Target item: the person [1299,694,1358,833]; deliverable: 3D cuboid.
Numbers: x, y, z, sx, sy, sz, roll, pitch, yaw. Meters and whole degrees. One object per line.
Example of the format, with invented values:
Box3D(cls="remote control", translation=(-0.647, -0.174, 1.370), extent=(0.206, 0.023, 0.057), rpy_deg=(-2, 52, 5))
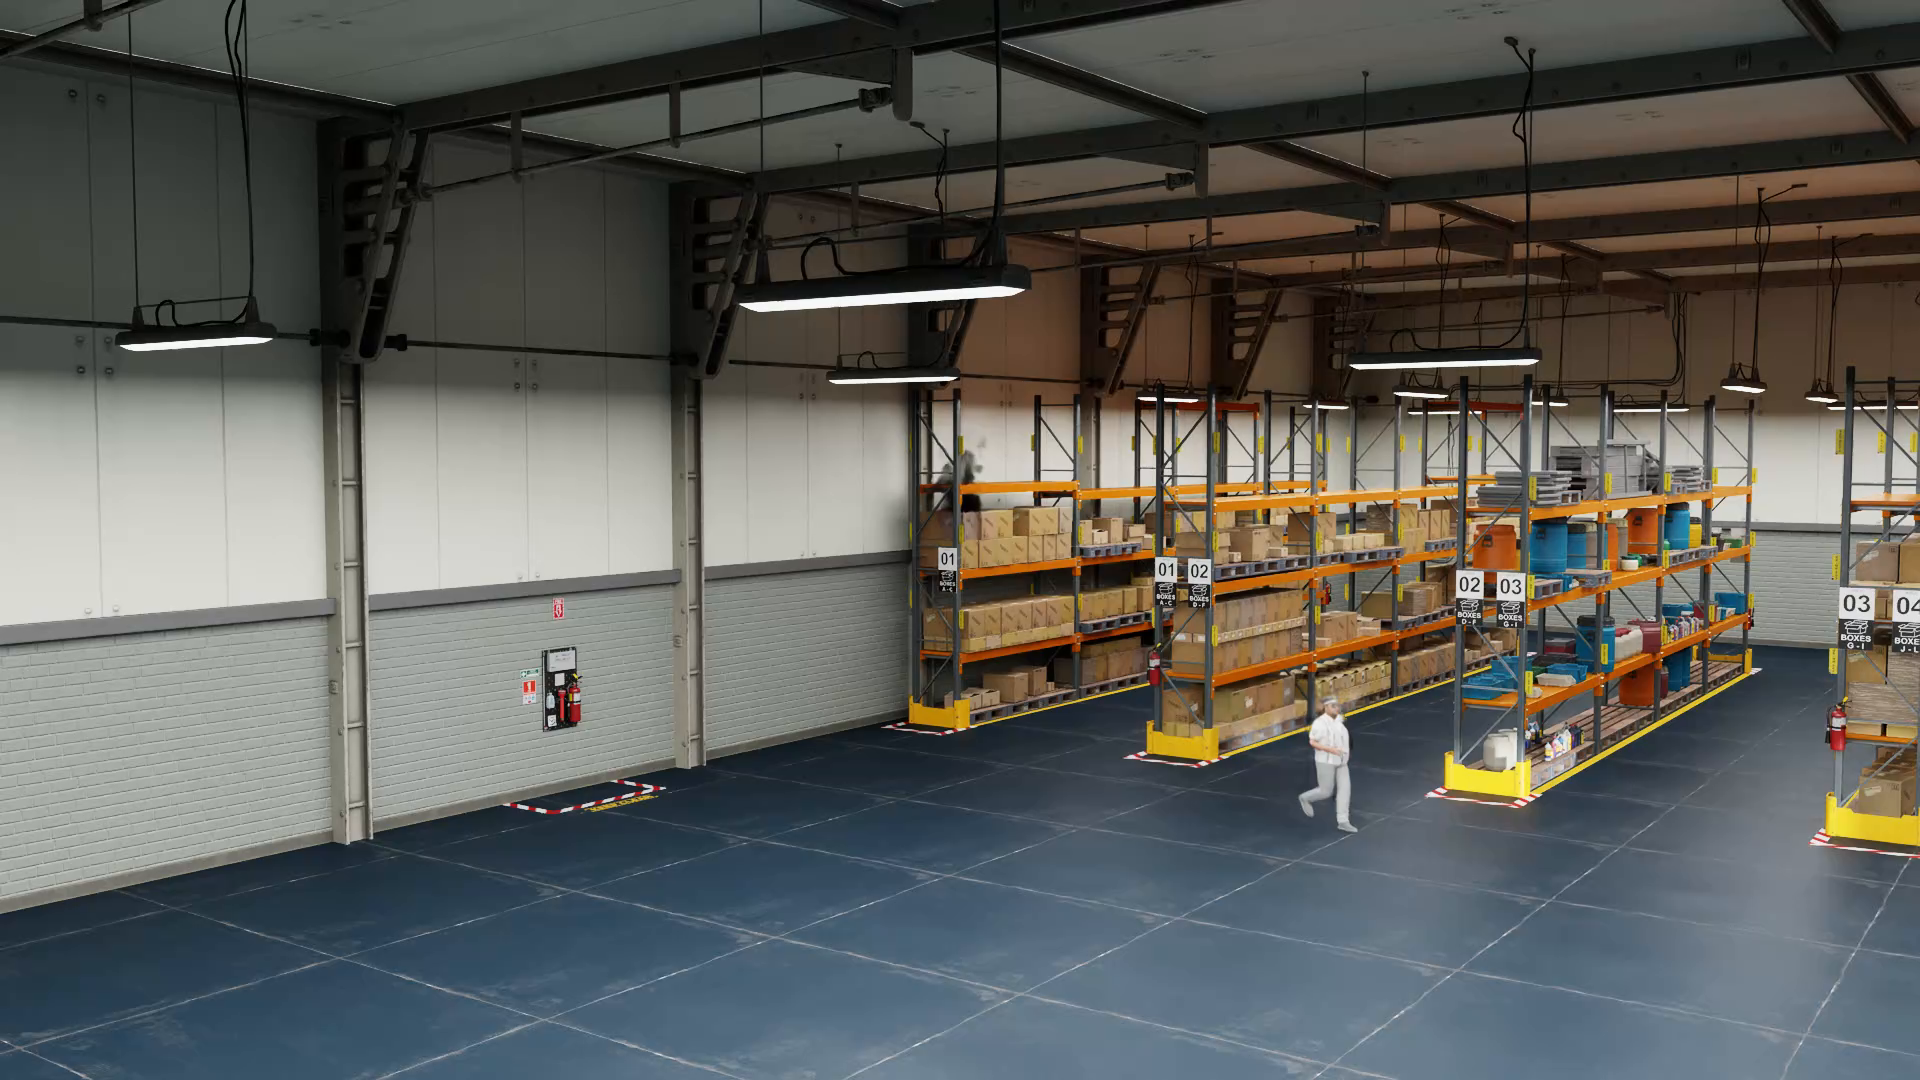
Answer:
Box3D(cls="person", translation=(4.836, 2.875, 21.653), extent=(0.665, 1.754, 0.945), rpy_deg=(-2, 4, -32))
